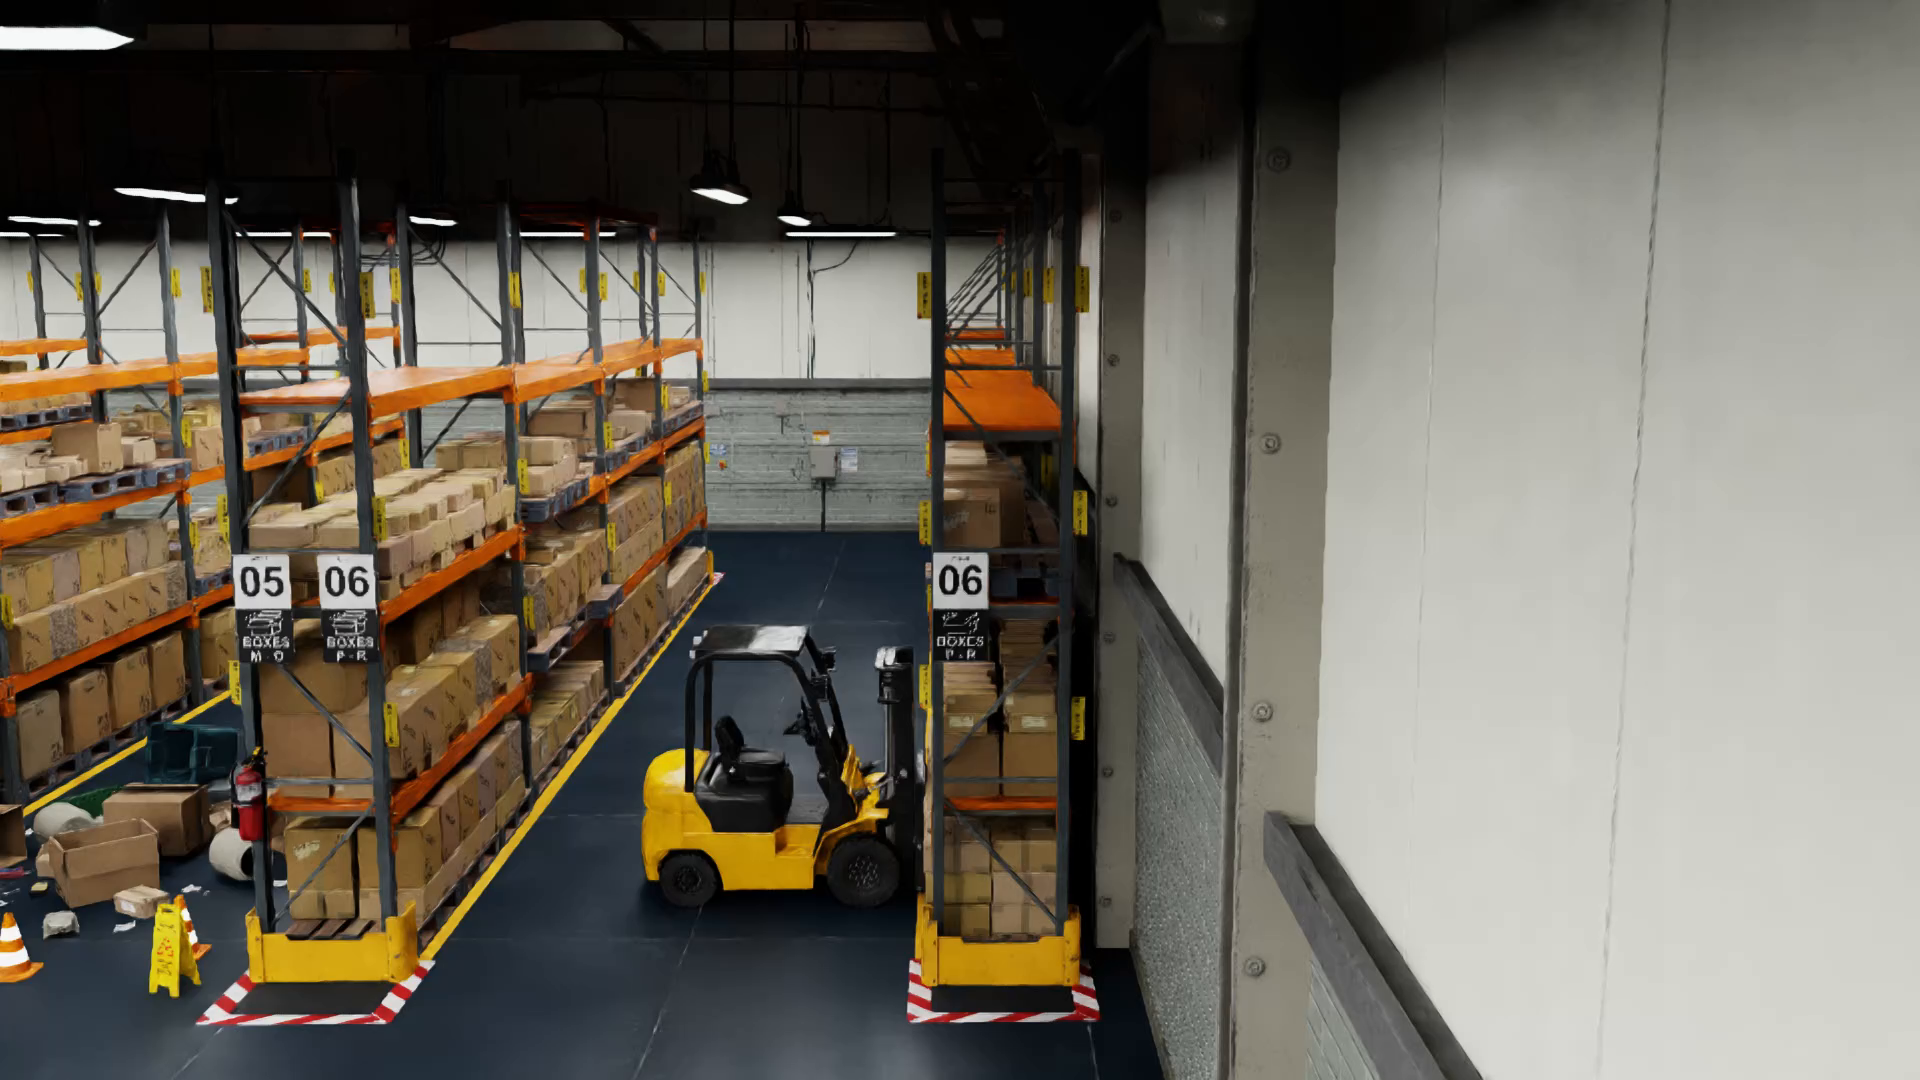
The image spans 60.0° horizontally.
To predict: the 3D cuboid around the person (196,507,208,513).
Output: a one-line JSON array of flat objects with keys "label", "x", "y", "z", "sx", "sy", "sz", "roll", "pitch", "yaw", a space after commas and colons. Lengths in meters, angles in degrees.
[{"label": "person", "x": -11.212, "y": 0.351, "z": 24.862, "sx": 0.697, "sy": 1.736, "sz": 0.543, "roll": 0, "pitch": 9, "yaw": -2}]
